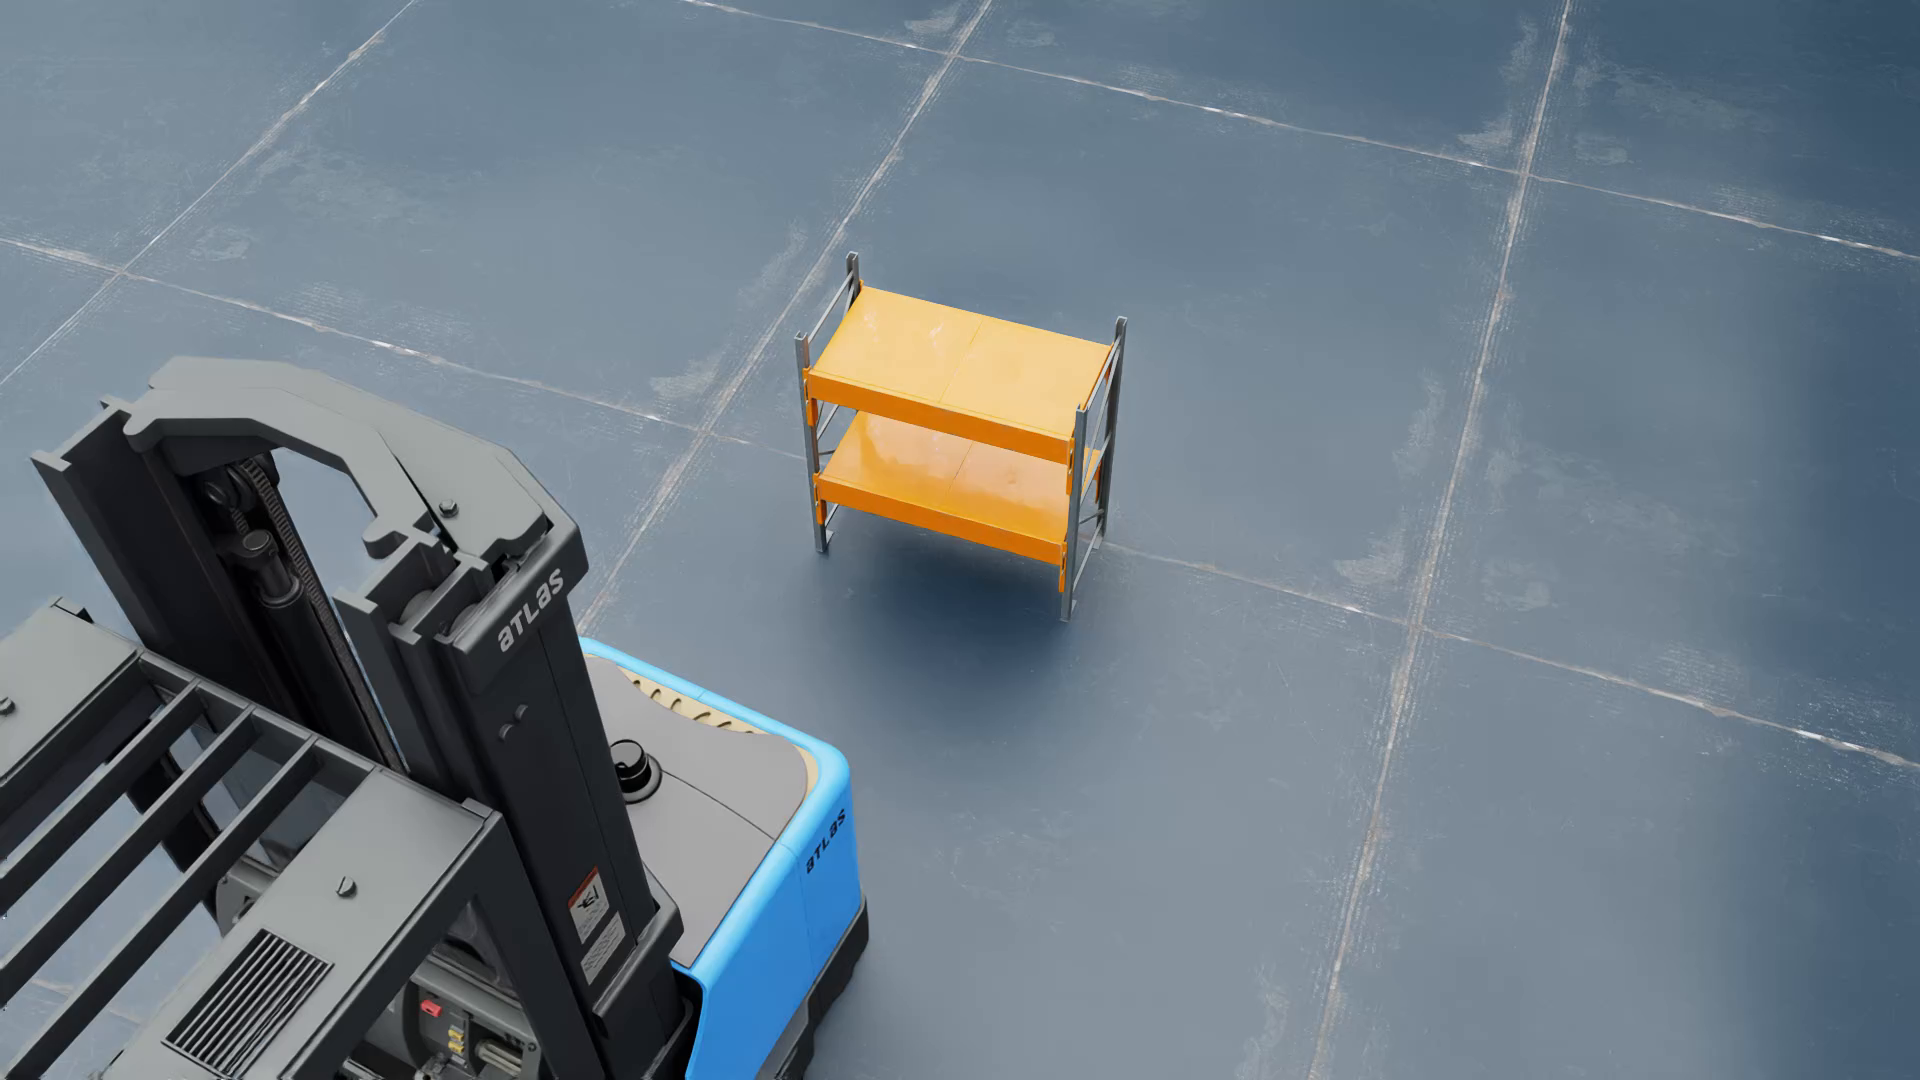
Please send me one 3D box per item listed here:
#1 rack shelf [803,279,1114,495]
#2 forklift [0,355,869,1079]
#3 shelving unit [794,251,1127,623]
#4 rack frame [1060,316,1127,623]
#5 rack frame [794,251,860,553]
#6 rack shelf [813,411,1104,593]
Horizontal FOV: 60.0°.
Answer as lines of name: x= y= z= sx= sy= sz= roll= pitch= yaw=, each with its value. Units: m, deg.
rack shelf: x=0.006 y=-0.558 z=5.969 sx=1.000 sy=0.278 sz=0.538 roll=16 pitch=51 yaw=13
forklift: x=-1.421 y=1.169 z=3.664 sx=1.130 sy=2.935 sz=3.031 roll=21 pitch=52 yaw=18
shelving unit: x=0.006 y=-0.367 z=6.190 sx=1.048 sy=1.125 sz=0.538 roll=16 pitch=51 yaw=13
rack frame: x=0.483 y=-0.234 z=6.075 sx=0.032 sy=1.125 sz=0.500 roll=16 pitch=51 yaw=13
rack frame: x=-0.471 y=-0.500 z=6.305 sx=0.032 sy=1.125 sz=0.500 roll=16 pitch=51 yaw=13
rack shelf: x=0.006 y=-0.206 z=6.375 sx=1.000 sy=0.278 sz=0.538 roll=16 pitch=51 yaw=13
